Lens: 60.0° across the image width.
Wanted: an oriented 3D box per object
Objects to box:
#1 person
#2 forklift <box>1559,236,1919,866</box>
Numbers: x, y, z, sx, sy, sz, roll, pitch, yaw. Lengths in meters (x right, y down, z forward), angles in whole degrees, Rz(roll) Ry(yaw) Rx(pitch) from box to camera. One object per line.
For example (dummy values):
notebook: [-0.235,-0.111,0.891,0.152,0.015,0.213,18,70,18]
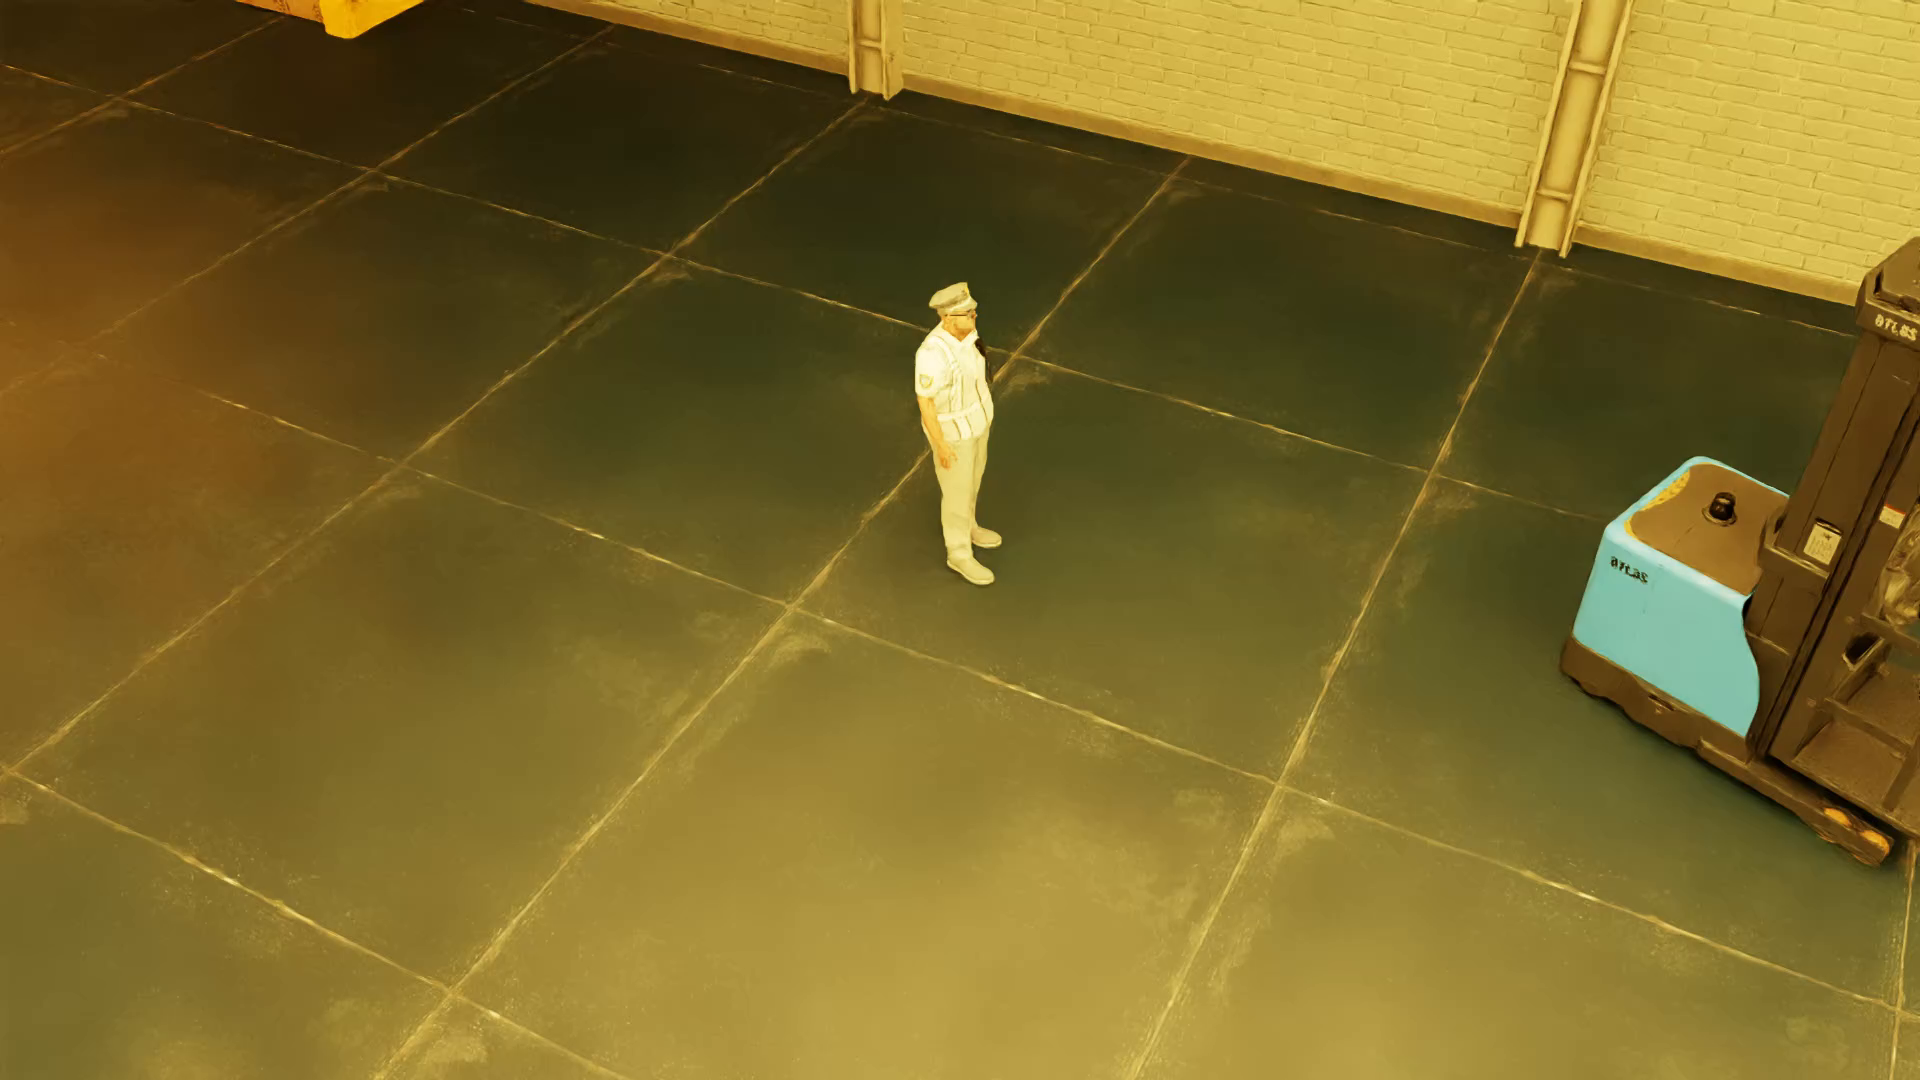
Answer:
person: [0.064,-0.658,9.647,0.574,1.781,0.640,18,43,21]
forklift: [4.728,0.124,7.839,1.130,2.935,3.031,-31,49,-31]
